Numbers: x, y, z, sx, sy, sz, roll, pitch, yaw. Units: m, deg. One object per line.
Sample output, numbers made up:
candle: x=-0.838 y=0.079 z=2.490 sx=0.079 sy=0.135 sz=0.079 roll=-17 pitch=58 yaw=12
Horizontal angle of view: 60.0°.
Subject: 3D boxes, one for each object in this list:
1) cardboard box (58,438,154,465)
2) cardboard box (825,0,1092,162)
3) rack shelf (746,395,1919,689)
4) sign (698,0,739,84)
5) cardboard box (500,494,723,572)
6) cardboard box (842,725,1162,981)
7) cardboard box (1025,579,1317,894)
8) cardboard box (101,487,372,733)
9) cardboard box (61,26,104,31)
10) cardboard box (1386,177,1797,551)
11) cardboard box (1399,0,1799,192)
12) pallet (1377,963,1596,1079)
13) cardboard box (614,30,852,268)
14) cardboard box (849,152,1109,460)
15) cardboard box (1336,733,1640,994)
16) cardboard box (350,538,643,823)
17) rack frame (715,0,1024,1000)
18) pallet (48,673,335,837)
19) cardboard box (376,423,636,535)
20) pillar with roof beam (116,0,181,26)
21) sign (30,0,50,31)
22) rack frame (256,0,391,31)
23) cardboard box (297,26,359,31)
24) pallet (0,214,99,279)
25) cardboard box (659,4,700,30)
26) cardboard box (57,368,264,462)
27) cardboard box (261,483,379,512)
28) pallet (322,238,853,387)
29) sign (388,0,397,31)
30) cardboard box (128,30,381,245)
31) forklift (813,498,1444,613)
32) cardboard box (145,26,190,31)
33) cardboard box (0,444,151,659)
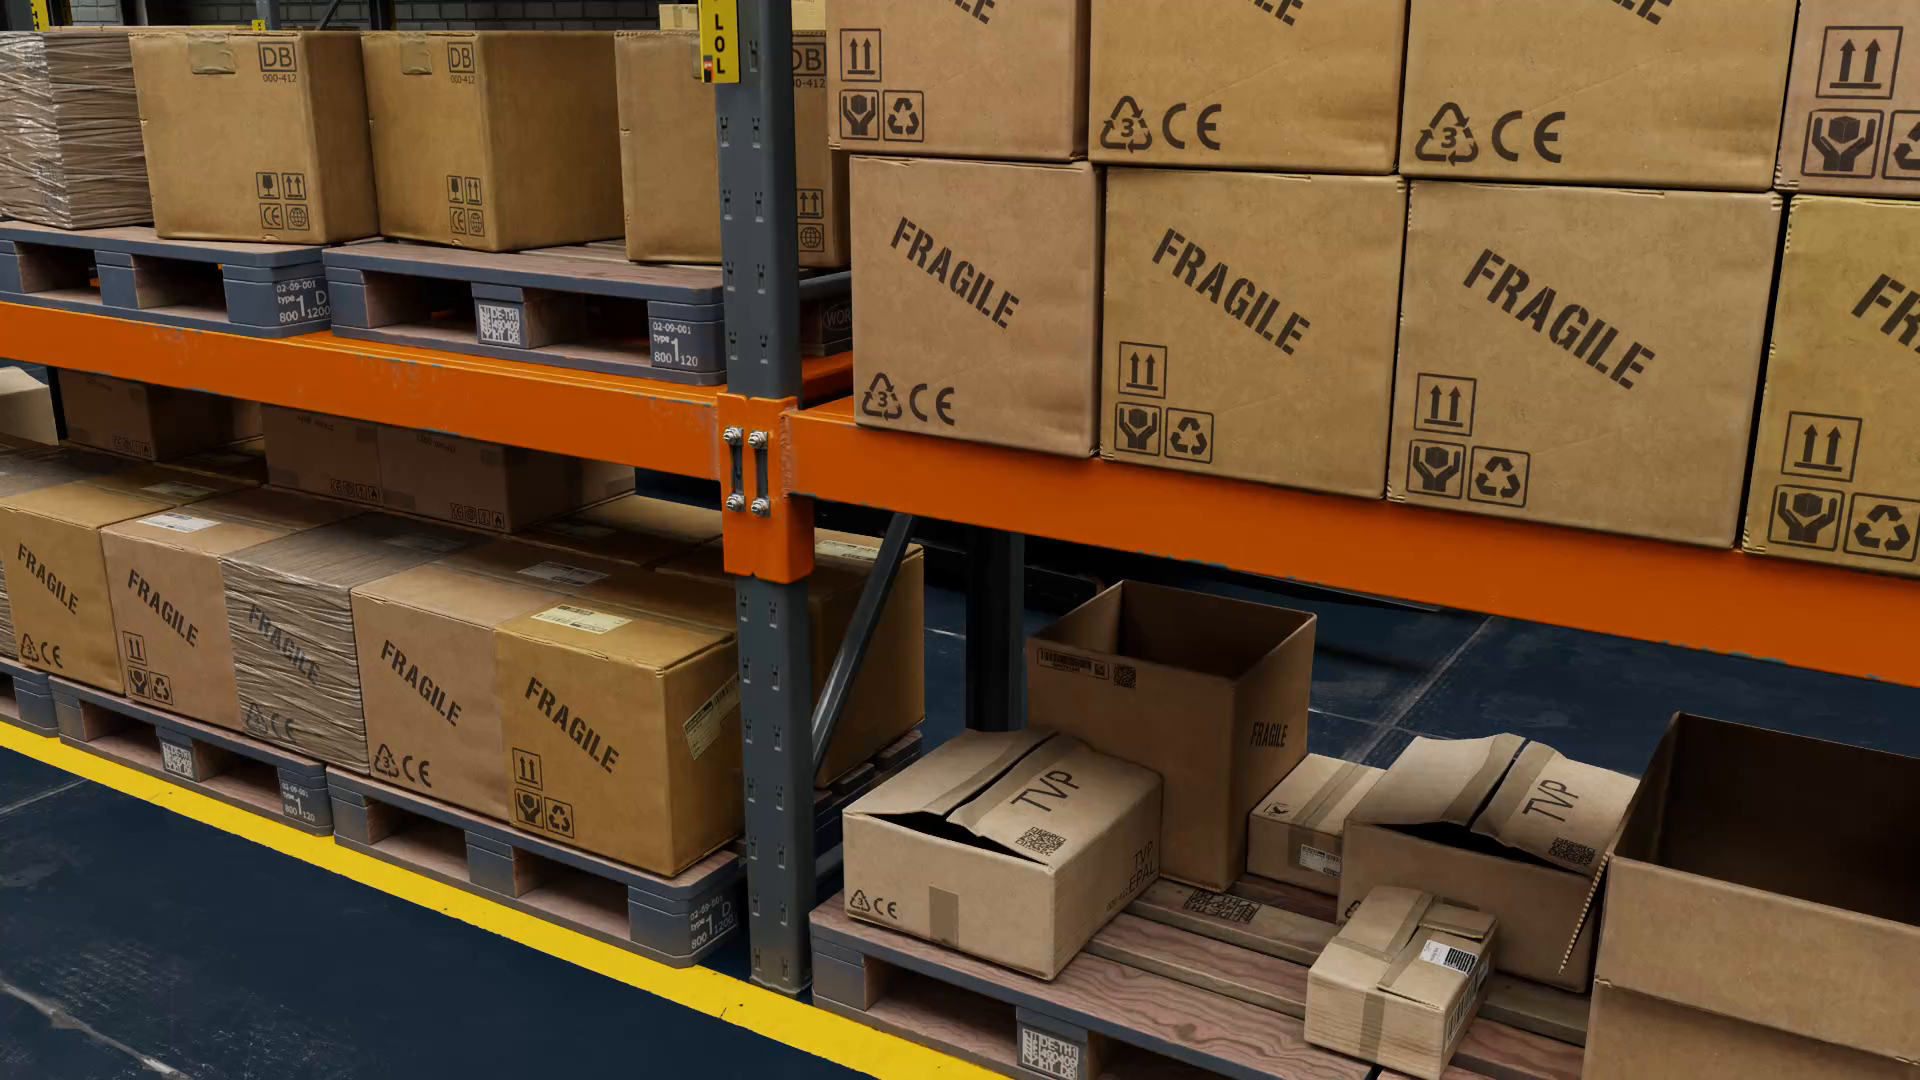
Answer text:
cardboard box: x=-2.637 y=-0.111 z=5.629 sx=0.500 sy=0.500 sz=0.500 roll=11 pitch=20 yaw=32
cardboard box: x=0.106 y=-0.957 z=2.978 sx=0.500 sy=0.500 sz=0.500 roll=11 pitch=20 yaw=31
rack shelf: x=1.556 y=0.076 z=2.706 sx=4.000 sy=0.370 sz=1.077 roll=10 pitch=20 yaw=30
sign: x=-0.435 y=-0.988 z=2.981 sx=0.005 sy=0.325 sz=0.100 roll=10 pitch=20 yaw=30
cardboard box: x=-0.893 y=0.201 z=4.602 sx=0.500 sy=0.500 sz=0.500 roll=10 pitch=20 yaw=31
cardboard box: x=0.097 y=0.621 z=3.544 sx=0.500 sy=0.311 sz=0.500 roll=10 pitch=20 yaw=30
cardboard box: x=0.486 y=0.430 z=3.849 sx=0.500 sy=0.500 sz=0.500 roll=10 pitch=20 yaw=30
cardboard box: x=-1.997 y=0.179 z=4.675 sx=0.500 sy=0.500 sz=0.500 roll=9 pitch=19 yaw=28
cardboard box: x=-6.236 y=-3.541 z=12.311 sx=0.500 sy=0.500 sz=0.500 roll=11 pitch=20 yaw=32
cardboard box: x=1.007 y=-0.321 z=2.605 sx=0.500 sy=0.500 sz=0.500 roll=10 pitch=20 yaw=30
cardboard box: x=0.984 y=-0.800 z=2.462 sx=0.500 sy=0.500 sz=0.500 roll=9 pitch=19 yaw=28
pallet: x=1.480 y=1.052 z=3.054 sx=1.213 sy=0.211 sz=1.003 roll=10 pitch=20 yaw=30
cardboard box: x=-0.435 y=-0.948 z=3.947 sx=0.500 sy=0.500 sz=0.700 roll=4 pitch=17 yaw=12
cardboard box: x=0.144 y=-0.475 z=3.111 sx=0.500 sy=0.500 sz=0.500 roll=11 pitch=20 yaw=31
cardboard box: x=1.125 y=0.635 z=3.501 sx=0.500 sy=0.311 sz=0.500 roll=10 pitch=20 yaw=30
cardboard box: x=-1.135 y=0.332 z=4.170 sx=0.500 sy=0.500 sz=0.500 roll=10 pitch=20 yaw=30
rack frame: x=-0.148 y=-0.572 z=3.603 sx=0.127 sy=3.000 sz=1.000 roll=10 pitch=20 yaw=30
pallet: x=-1.905 y=0.463 z=4.995 sx=1.213 sy=0.211 sz=1.003 roll=10 pitch=20 yaw=30
cardboard box: x=-1.285 y=-0.231 z=4.735 sx=0.500 sy=0.250 sz=0.500 roll=10 pitch=20 yaw=30
pillar with roof beam: x=-8.988 y=-5.537 z=9.626 sx=0.400 sy=9.000 sz=9.100 roll=10 pitch=20 yaw=30
sign: x=-3.280 y=-1.832 z=5.897 sx=0.005 sy=0.325 sz=0.100 roll=10 pitch=20 yaw=30
rack frame: x=-4.376 y=-3.016 z=11.650 sx=0.127 sy=3.000 sz=1.000 roll=10 pitch=20 yaw=30
cardboard box: x=-4.667 y=-3.436 z=11.966 sx=0.500 sy=0.500 sz=0.500 roll=10 pitch=19 yaw=29
pallet: x=-2.942 y=-1.003 z=5.352 sx=1.003 sy=0.211 sz=1.213 roll=10 pitch=20 yaw=30
cardboard box: x=-1.559 y=-3.067 z=9.772 sx=0.250 sy=0.149 sz=0.380 roll=7 pitch=18 yaw=21
cardboard box: x=-2.586 y=-0.462 z=5.495 sx=0.500 sy=0.250 sz=0.500 roll=11 pitch=20 yaw=32
cardboard box: x=-1.745 y=0.046 z=5.112 sx=0.500 sy=0.500 sz=0.500 roll=9 pitch=19 yaw=28
pallet: x=-0.772 y=-0.629 z=4.120 sx=1.213 sy=0.211 sz=1.003 roll=10 pitch=20 yaw=30
sign: x=-4.088 y=-3.708 z=11.936 sx=0.005 sy=0.325 sz=0.100 roll=10 pitch=20 yaw=30
cardboard box: x=-1.686 y=-1.074 z=4.362 sx=0.500 sy=0.500 sz=0.700 roll=5 pitch=18 yaw=16
forklift: x=0.509 y=-1.295 z=6.101 sx=3.031 sy=2.935 sz=1.130 roll=12 pitch=21 yaw=34
cardboard box: x=-5.369 y=-3.383 z=11.790 sx=0.500 sy=0.500 sz=0.500 roll=10 pitch=20 yaw=30
cardboard box: x=-2.869 y=0.023 z=5.187 sx=0.500 sy=0.500 sz=0.500 roll=9 pitch=19 yaw=28
